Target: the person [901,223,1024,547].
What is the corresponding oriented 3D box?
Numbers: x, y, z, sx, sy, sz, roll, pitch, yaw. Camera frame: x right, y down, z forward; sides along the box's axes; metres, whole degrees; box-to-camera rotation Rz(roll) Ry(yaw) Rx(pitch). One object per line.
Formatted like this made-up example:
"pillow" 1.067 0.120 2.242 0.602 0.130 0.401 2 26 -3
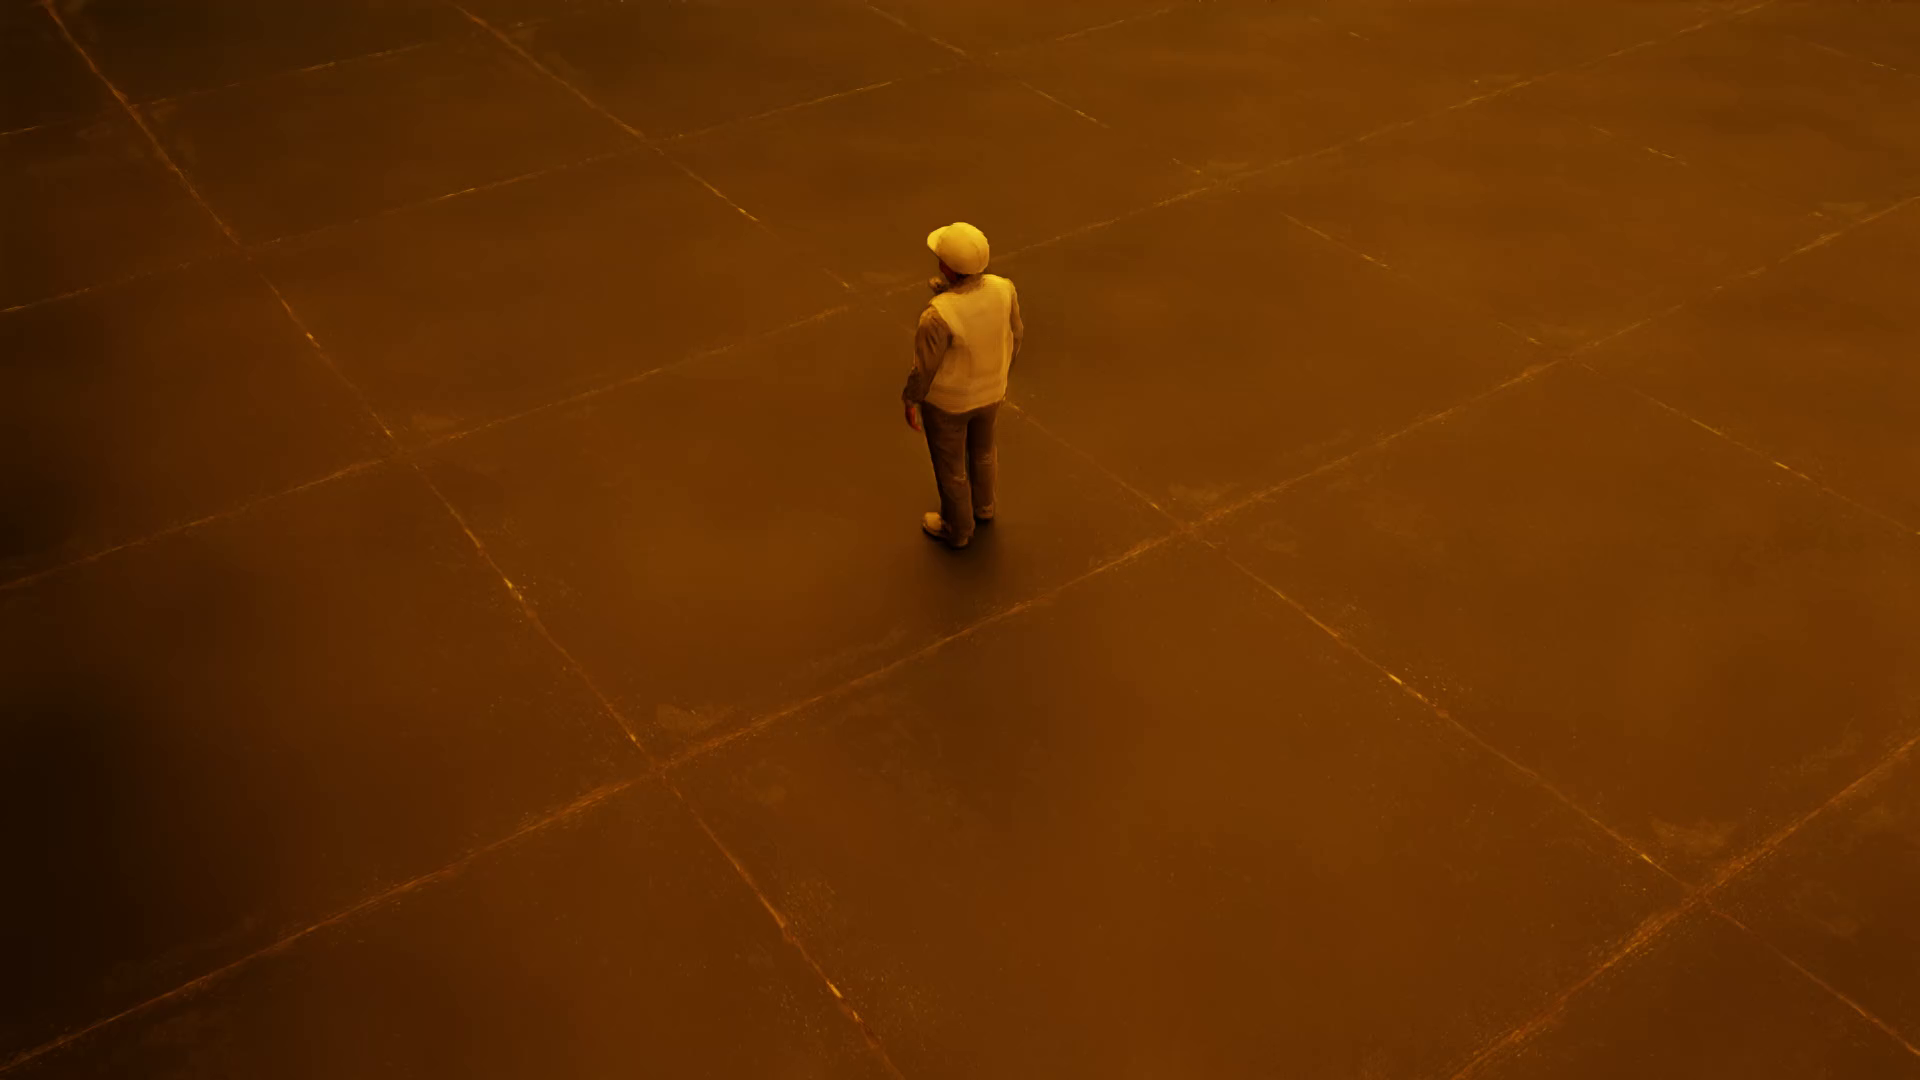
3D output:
"person" -0.029 -0.752 7.923 0.632 1.773 0.567 -23 42 -28
